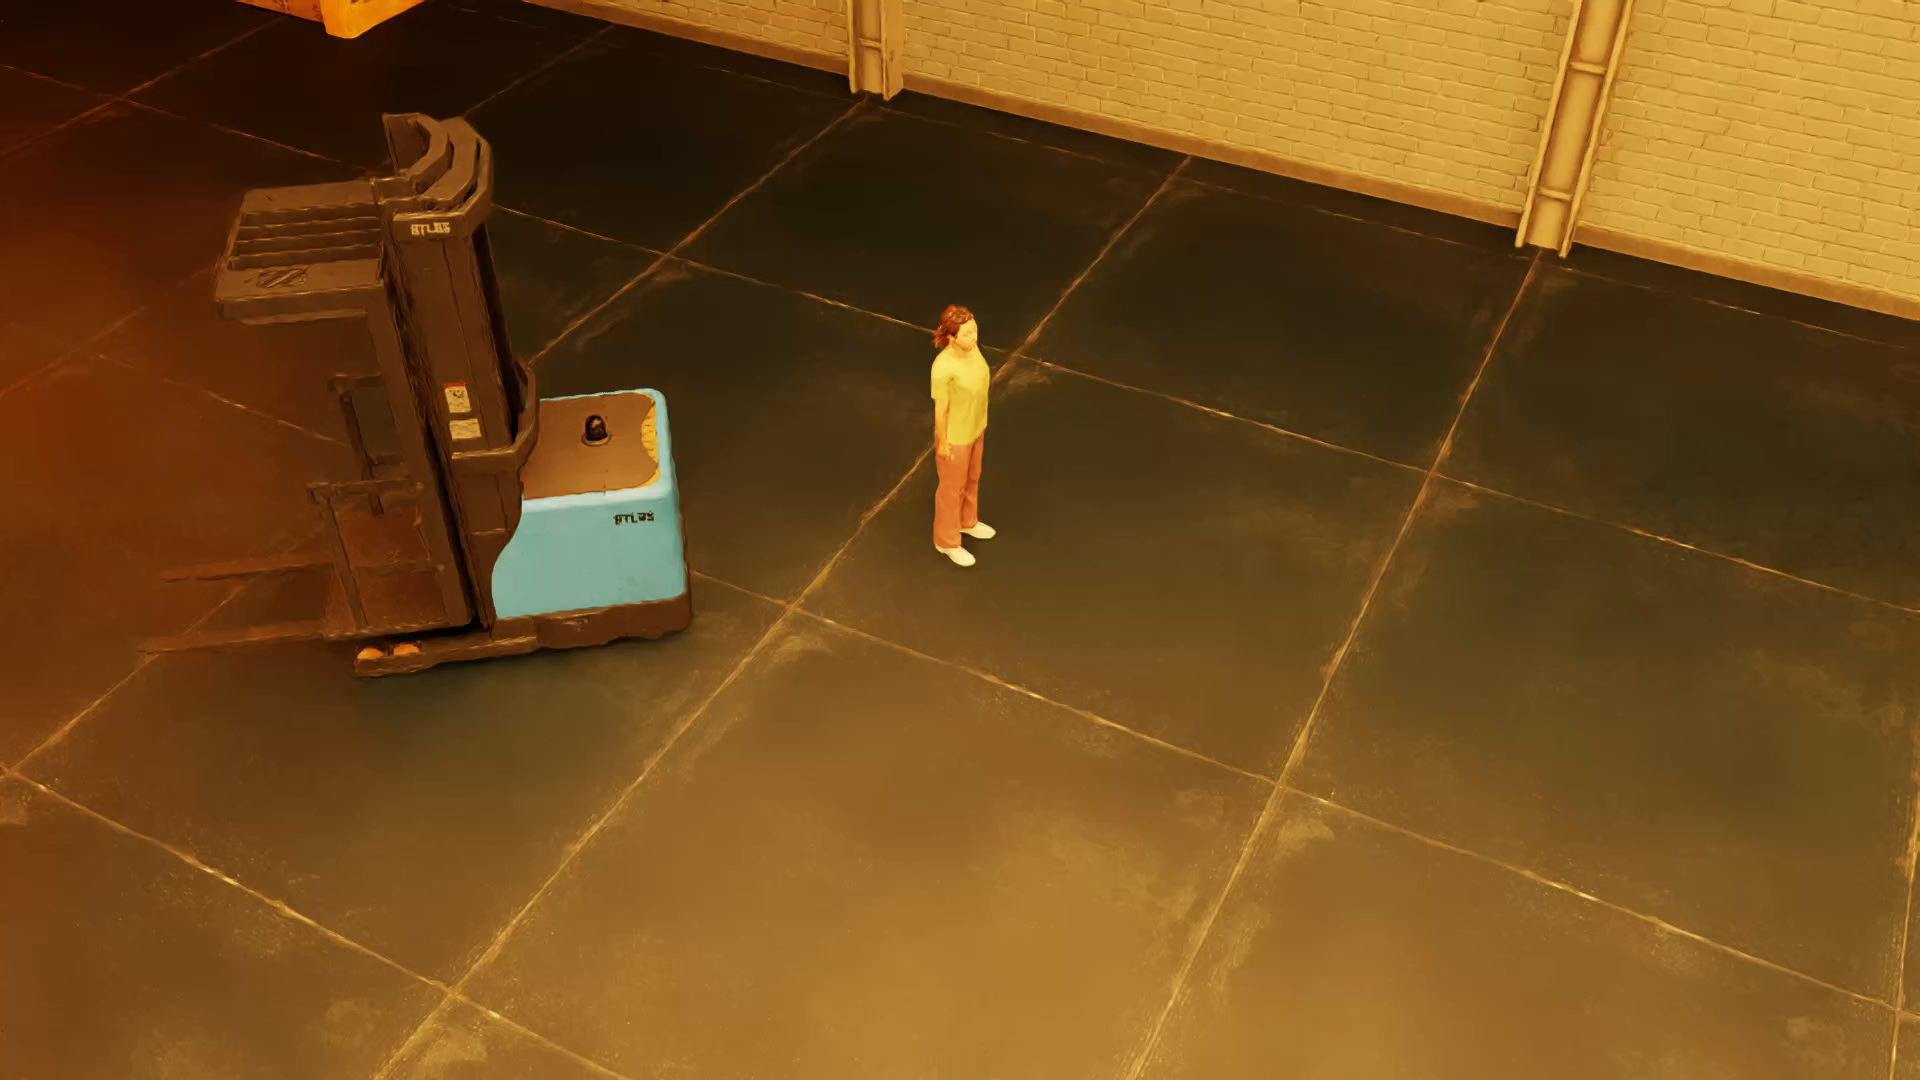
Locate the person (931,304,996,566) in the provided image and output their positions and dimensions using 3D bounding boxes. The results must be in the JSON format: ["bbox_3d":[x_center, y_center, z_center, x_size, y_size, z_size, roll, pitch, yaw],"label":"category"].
[{"bbox_3d":[0.009,-0.638,9.721,0.365,1.673,0.429,18,43,21],"label":"person"}]

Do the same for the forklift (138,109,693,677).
[{"bbox_3d":[-3.112,-0.719,8.841,3.031,2.935,1.130,-7,41,-8],"label":"forklift"}]
